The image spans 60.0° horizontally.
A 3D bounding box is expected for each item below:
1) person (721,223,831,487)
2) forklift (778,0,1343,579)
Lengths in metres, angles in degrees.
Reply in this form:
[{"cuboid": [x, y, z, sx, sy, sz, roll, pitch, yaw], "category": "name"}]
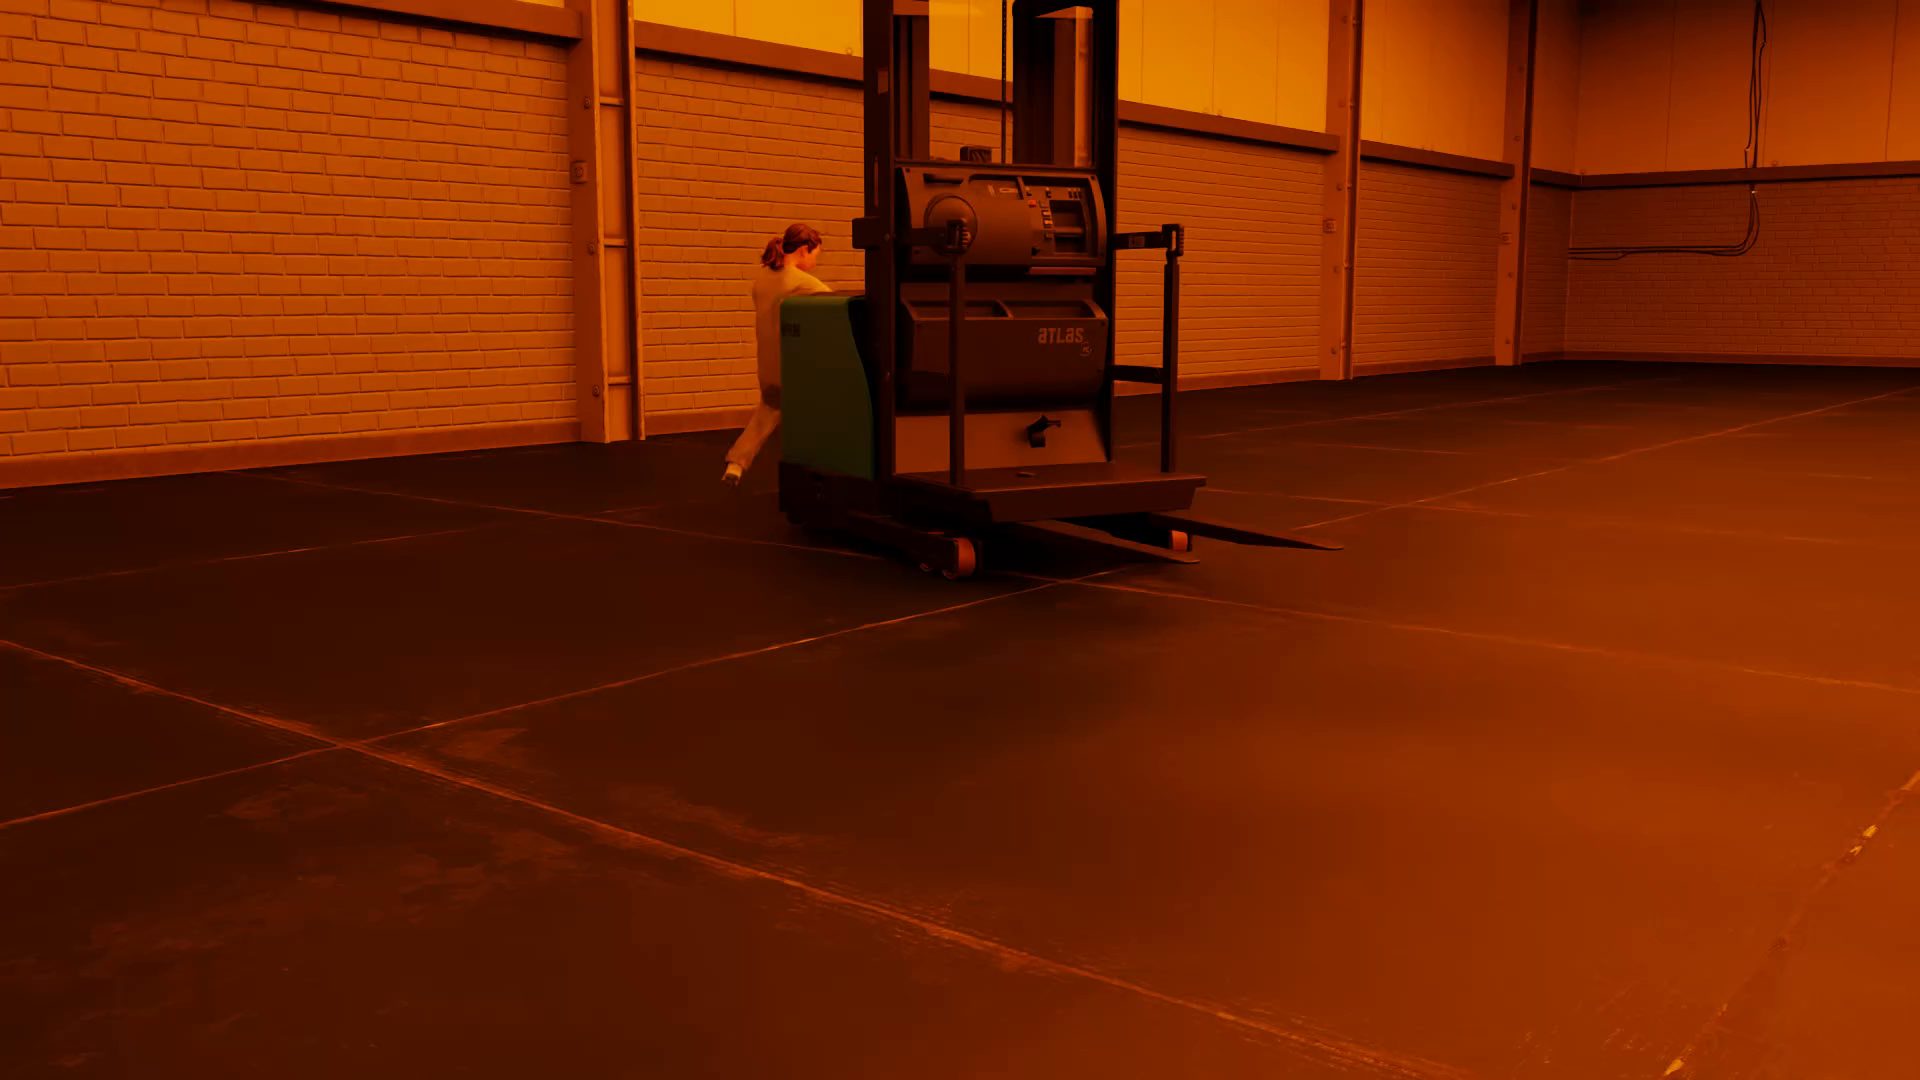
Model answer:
[{"cuboid": [-0.797, -0.948, 8.852, 0.651, 1.451, 1.172, -8, 11, -42], "category": "person"}, {"cuboid": [0.294, -1.373, 6.664, 1.130, 2.935, 3.031, -5, 9, -28], "category": "forklift"}]
